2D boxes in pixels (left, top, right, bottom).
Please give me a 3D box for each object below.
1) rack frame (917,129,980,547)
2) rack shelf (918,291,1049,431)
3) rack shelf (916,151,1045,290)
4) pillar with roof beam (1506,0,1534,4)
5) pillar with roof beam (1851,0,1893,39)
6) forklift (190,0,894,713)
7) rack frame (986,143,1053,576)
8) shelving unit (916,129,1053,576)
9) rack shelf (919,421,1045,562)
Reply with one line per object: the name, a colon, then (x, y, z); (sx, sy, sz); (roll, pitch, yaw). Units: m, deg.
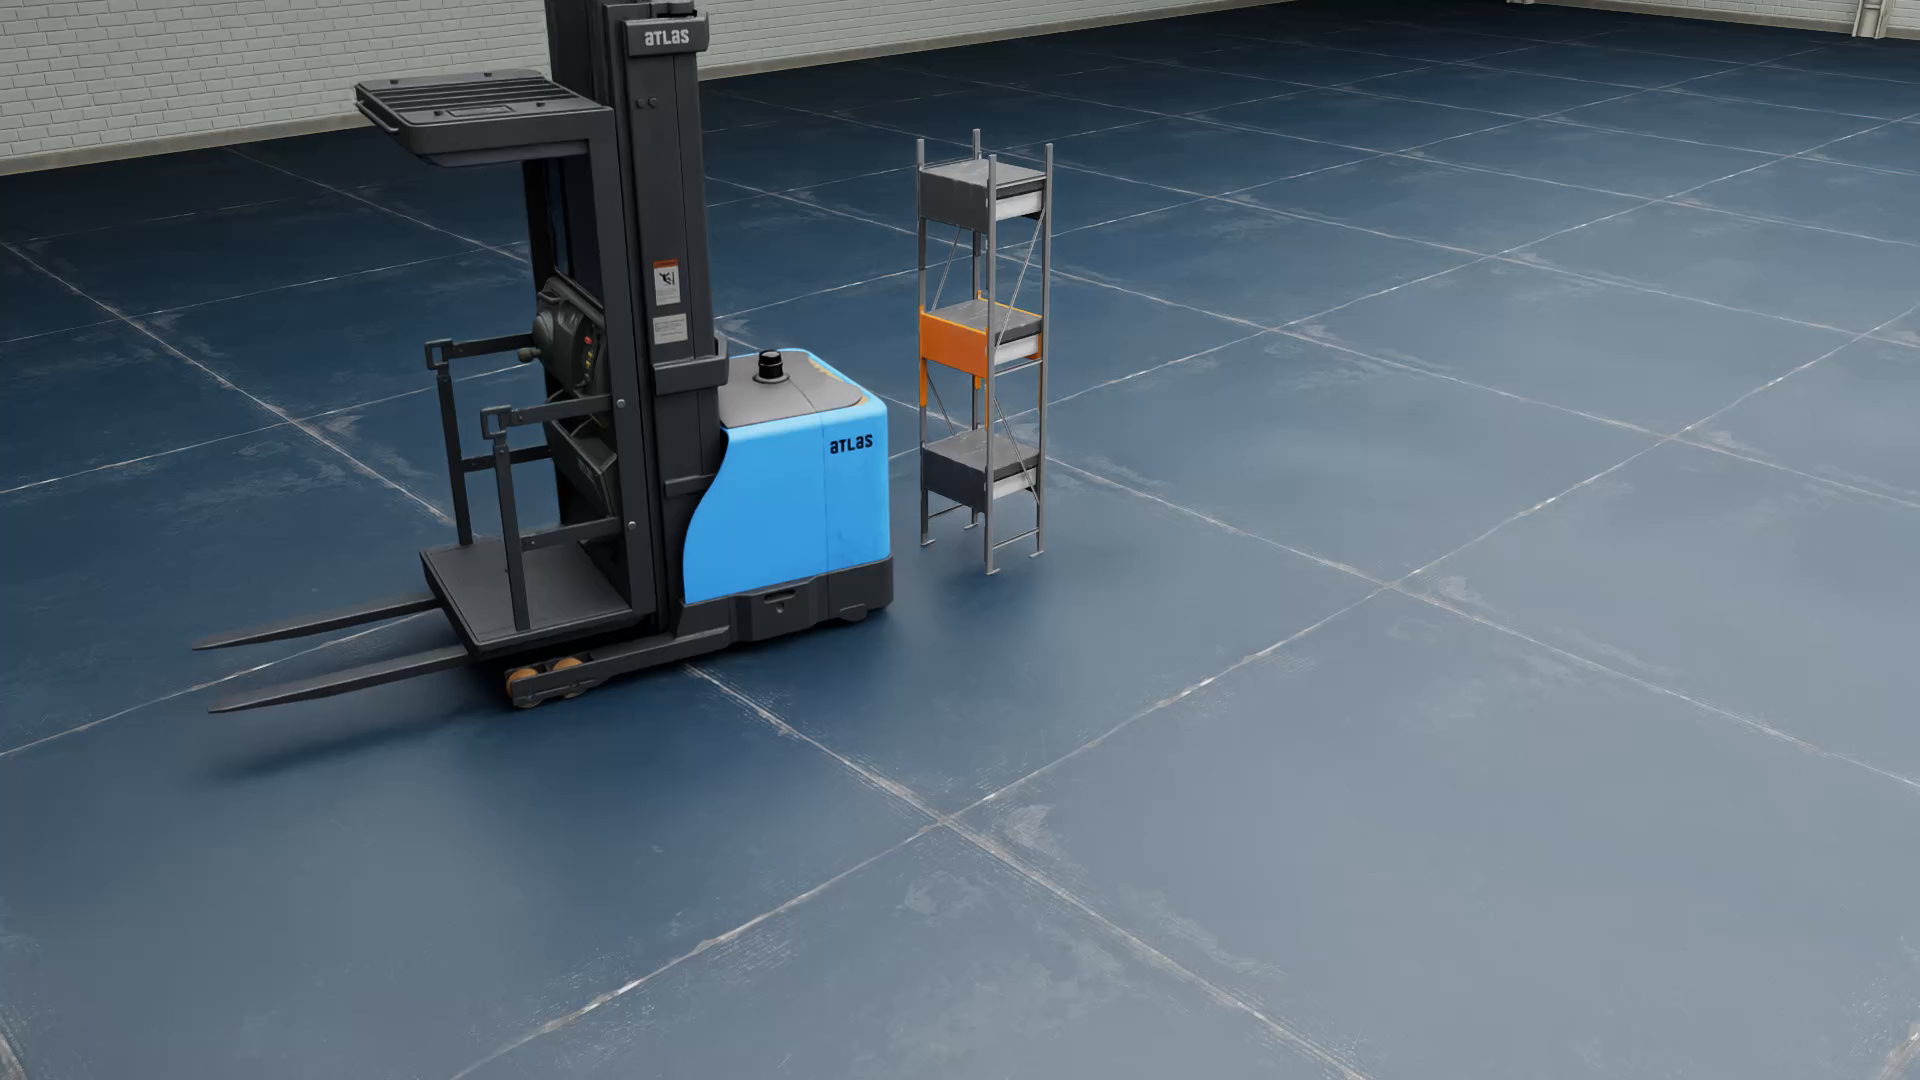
rack frame: (-0.054, -0.979, 8.366); (0.400, 2.100, 0.015); (-21, 32, -38)
rack shelf: (0.113, -0.893, 8.210); (0.431, 0.518, 0.480); (-21, 32, -38)
rack shelf: (0.113, -1.530, 7.919); (0.431, 0.518, 0.480); (-21, 32, -38)
pillar with roof beam: (6.974, -12.572, 25.467); (9.100, 9.000, 0.400); (-21, 32, -38)
pillar with roof beam: (11.075, -10.755, 21.482); (9.100, 9.000, 0.400); (-21, 32, -38)
forklift: (-1.859, -0.860, 7.104); (3.031, 2.935, 1.130); (-13, 27, -26)
rack frame: (0.280, -0.831, 8.042); (0.400, 2.100, 0.015); (-21, 32, -38)
shelving unit: (0.113, -0.905, 8.204); (0.431, 2.100, 0.503); (-21, 32, -38)
rack shelf: (0.113, -0.256, 8.500); (0.431, 0.518, 0.480); (-21, 32, -38)
